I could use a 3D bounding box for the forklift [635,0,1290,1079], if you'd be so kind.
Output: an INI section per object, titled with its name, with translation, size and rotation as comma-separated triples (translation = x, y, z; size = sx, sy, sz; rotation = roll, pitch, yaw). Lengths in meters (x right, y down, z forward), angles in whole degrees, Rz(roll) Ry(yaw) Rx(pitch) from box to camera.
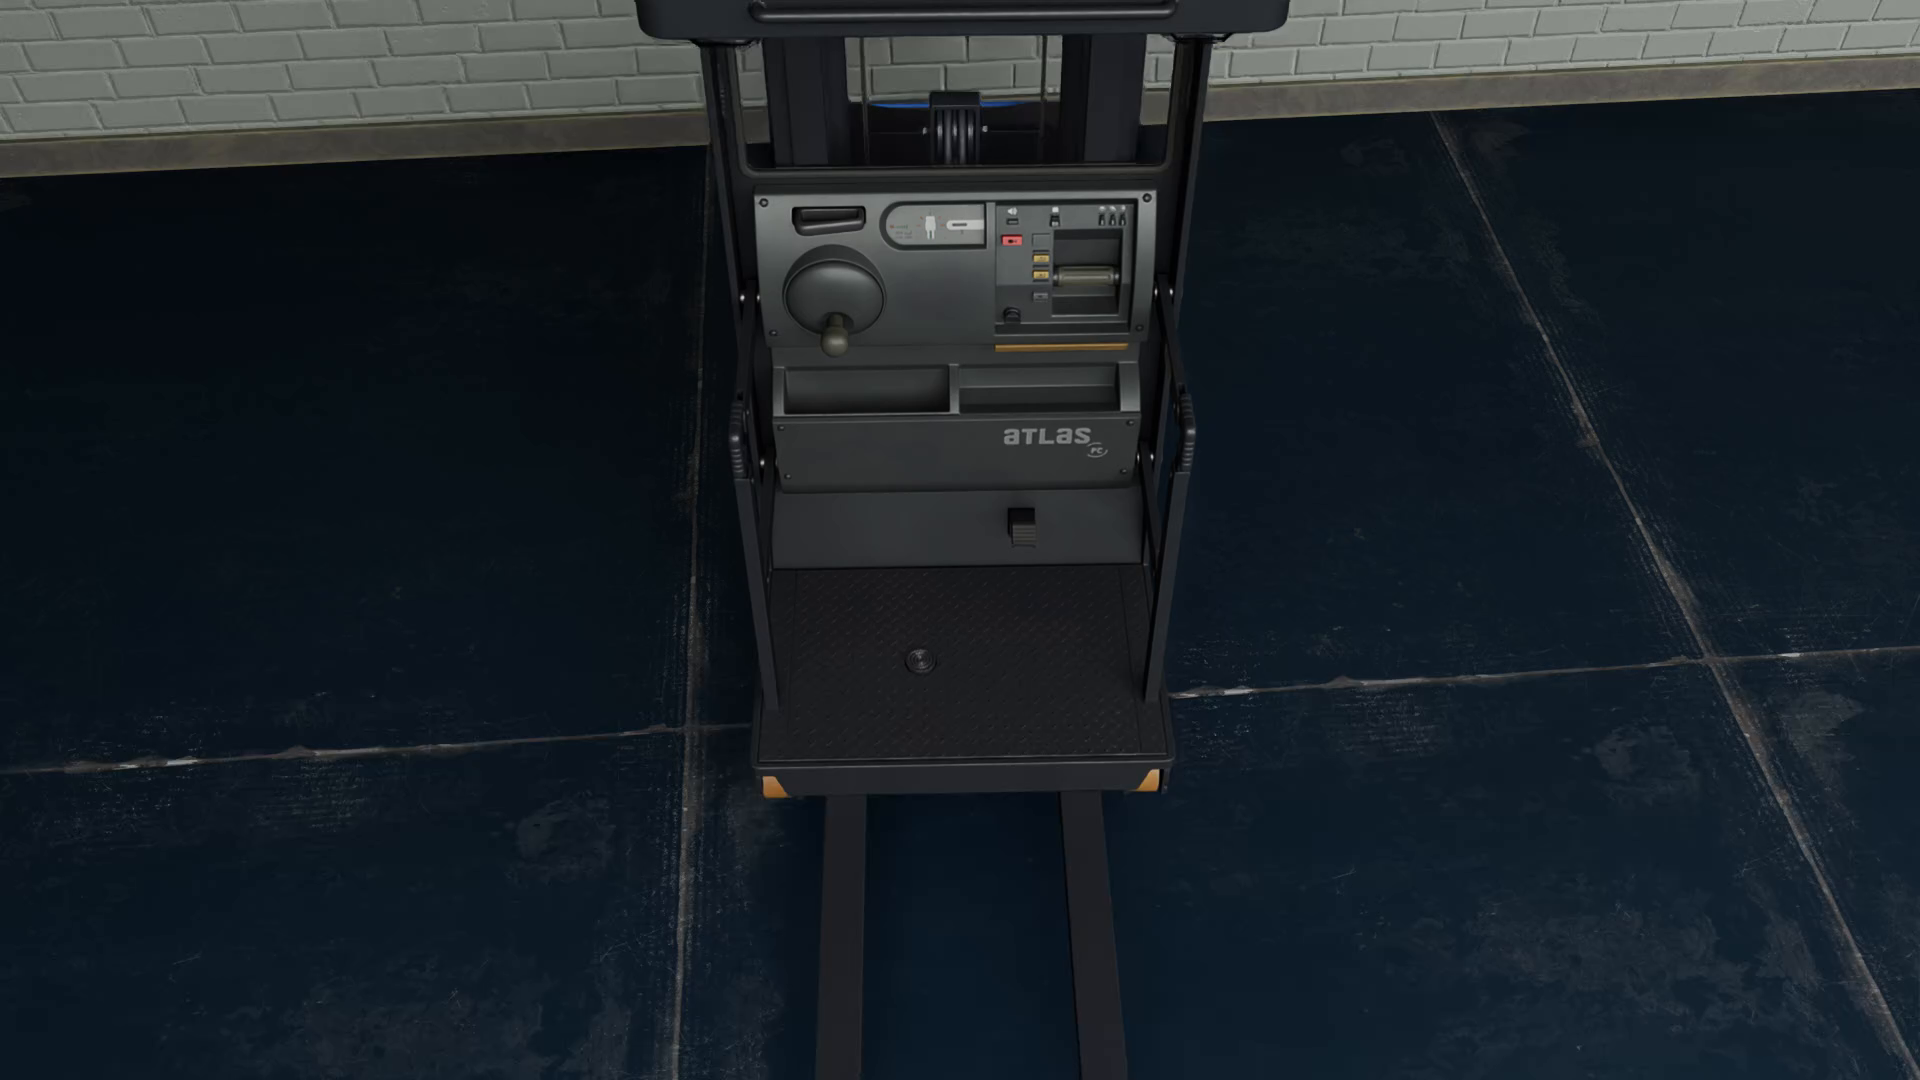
[forklift]
translation = -0.002, -0.538, 3.741
size = 1.130, 2.935, 3.031
rotation = -1, 47, -1
